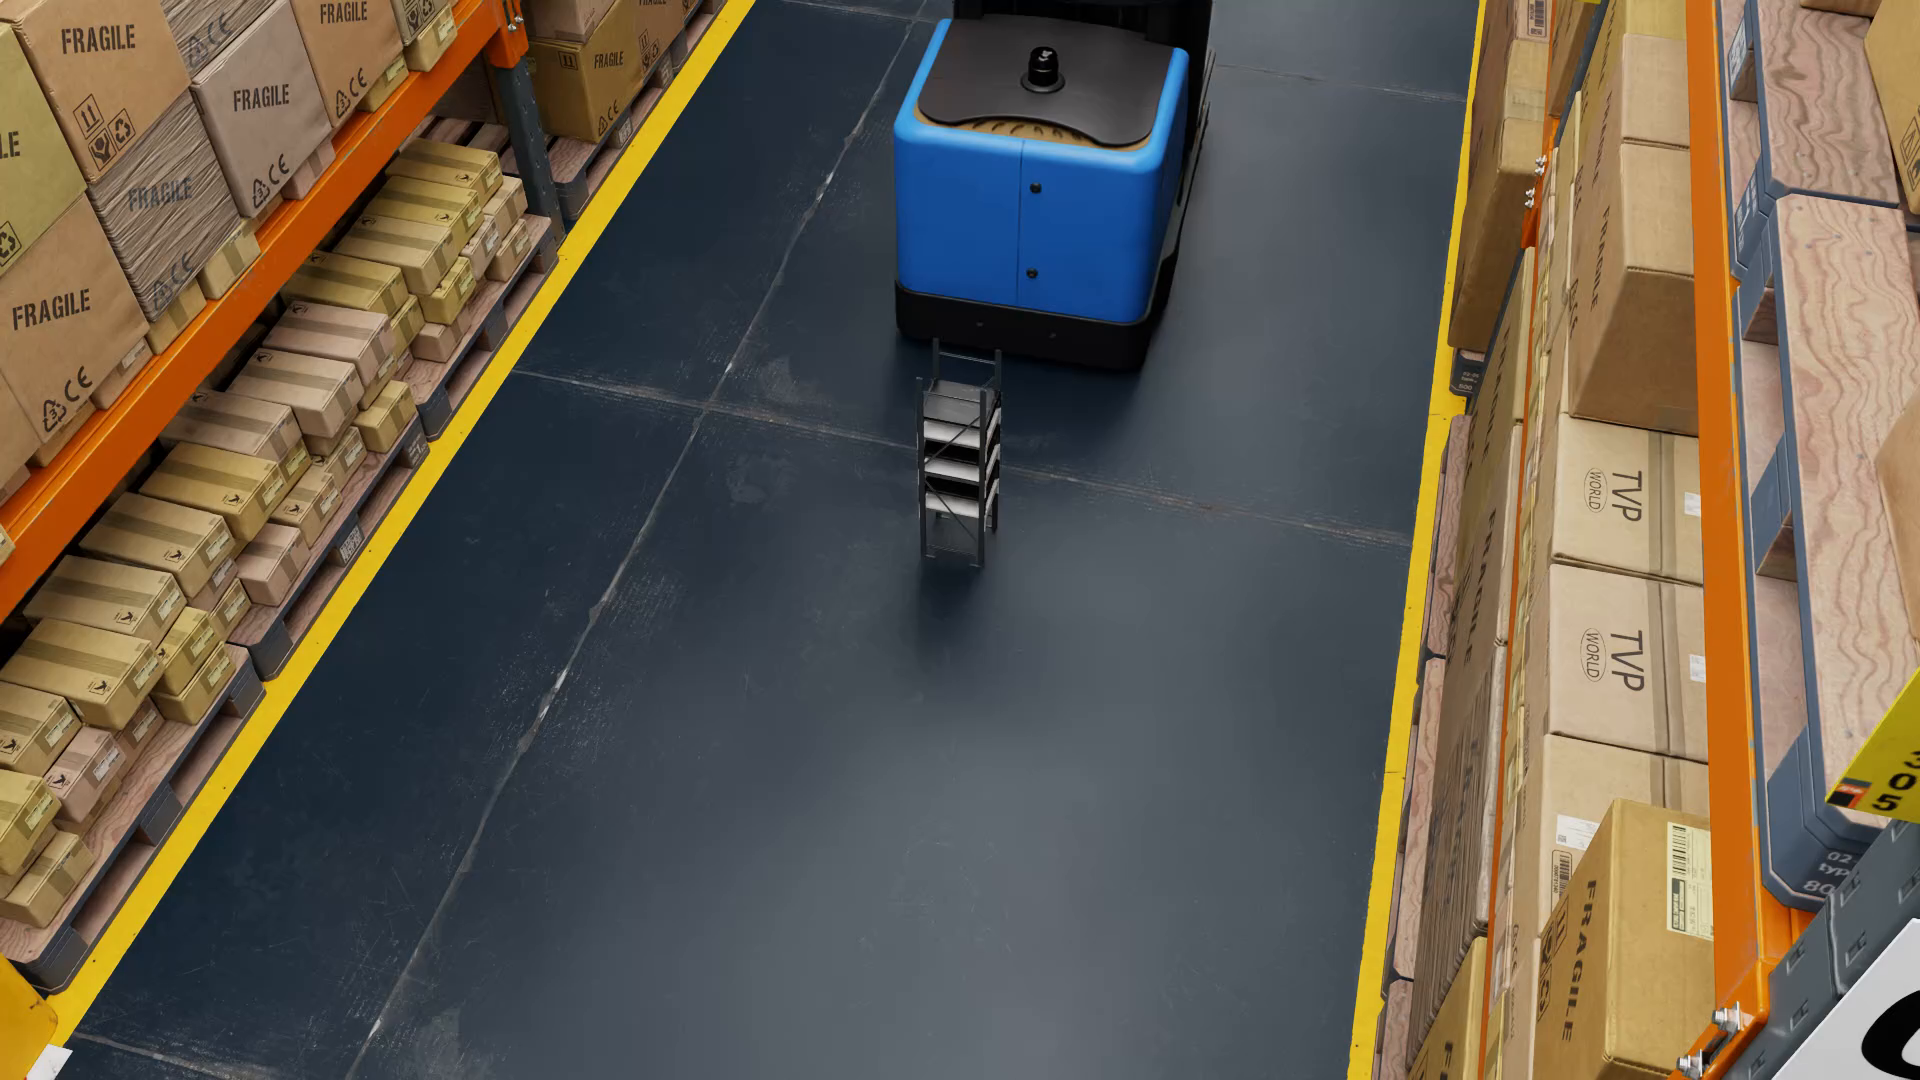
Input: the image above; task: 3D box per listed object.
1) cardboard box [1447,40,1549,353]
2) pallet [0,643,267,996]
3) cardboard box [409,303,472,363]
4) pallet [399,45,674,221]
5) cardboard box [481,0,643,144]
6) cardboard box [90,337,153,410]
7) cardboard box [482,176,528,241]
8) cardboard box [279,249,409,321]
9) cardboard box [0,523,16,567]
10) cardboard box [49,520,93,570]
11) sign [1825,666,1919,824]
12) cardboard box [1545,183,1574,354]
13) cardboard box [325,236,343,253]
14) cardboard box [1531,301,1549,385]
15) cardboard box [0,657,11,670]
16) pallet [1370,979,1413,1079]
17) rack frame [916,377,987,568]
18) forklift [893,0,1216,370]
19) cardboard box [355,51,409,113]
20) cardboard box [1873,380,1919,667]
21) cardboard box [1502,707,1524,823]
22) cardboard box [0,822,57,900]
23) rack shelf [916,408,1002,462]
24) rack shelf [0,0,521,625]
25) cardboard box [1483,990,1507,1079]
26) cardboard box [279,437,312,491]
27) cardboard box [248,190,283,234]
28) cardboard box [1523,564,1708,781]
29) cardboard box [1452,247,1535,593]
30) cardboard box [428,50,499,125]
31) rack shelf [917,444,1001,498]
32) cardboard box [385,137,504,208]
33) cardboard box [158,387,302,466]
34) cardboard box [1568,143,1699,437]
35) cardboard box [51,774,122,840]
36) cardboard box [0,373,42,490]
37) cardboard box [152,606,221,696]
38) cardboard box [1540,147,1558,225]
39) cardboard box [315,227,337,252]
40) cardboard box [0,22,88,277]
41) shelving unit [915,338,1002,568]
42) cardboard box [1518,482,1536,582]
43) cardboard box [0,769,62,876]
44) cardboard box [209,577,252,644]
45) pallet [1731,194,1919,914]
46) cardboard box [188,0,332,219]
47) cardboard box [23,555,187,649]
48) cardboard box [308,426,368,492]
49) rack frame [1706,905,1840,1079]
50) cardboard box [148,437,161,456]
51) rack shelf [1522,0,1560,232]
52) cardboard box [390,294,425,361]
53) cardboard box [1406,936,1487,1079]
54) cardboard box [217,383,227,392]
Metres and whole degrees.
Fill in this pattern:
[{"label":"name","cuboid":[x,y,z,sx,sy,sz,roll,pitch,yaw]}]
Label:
[{"label":"cardboard box","cuboid":[2.650,-1.251,6.490,1.225,0.875,0.875,12,50,10]},{"label":"pallet","cuboid":[-3.043,0.780,5.421,1.003,0.211,1.213,12,50,10]},{"label":"cardboard box","cuboid":[-2.189,-0.869,6.638,0.380,0.149,0.250,10,49,9]},{"label":"pallet","cuboid":[-2.055,-2.041,7.910,1.003,0.211,1.213,12,50,10]},{"label":"cardboard box","cuboid":[-1.808,-2.194,7.573,0.500,0.500,0.500,13,50,11]},{"label":"cardboard box","cuboid":[-2.637,-0.548,4.901,0.380,0.149,0.250,11,49,9]},{"label":"cardboard box","cuboid":[-2.034,-1.404,6.911,0.380,0.149,0.250,12,50,11]},{"label":"cardboard box","cuboid":[-2.332,-0.937,6.301,0.380,0.149,0.250,13,50,11]},{"label":"cardboard box","cuboid":[-2.760,0.030,4.390,0.380,0.149,0.250,10,49,9]},{"label":"cardboard box","cuboid":[-3.188,0.008,5.665,0.380,0.149,0.250,12,50,11]},{"label":"sign","cuboid":[0.928,0.169,1.562,0.100,0.325,0.005,12,50,10]},{"label":"cardboard box","cuboid":[1.988,-0.750,4.813,0.500,0.250,0.500,11,50,10]},{"label":"cardboard box","cuboid":[-2.672,-1.111,6.653,0.380,0.149,0.250,11,50,10]},{"label":"cardboard box","cuboid":[1.896,-0.546,4.898,0.380,0.149,0.250,10,49,9]},{"label":"cardboard box","cuboid":[-3.251,0.496,5.433,0.380,0.149,0.250,11,50,10]},{"label":"pallet","cuboid":[1.583,1.874,4.455,1.003,0.211,1.213,12,50,10]},{"label":"rack frame","cuboid":[-0.029,-0.218,5.843,0.240,0.900,0.006,12,50,10]},{"label":"forklift","cuboid":[0.568,-2.793,6.760,1.130,2.935,3.031,10,49,9]},{"label":"cardboard box","cuboid":[-2.198,-1.675,5.895,0.380,0.149,0.250,13,50,12]},{"label":"cardboard box","cuboid":[1.533,-0.039,1.870,0.700,0.500,0.500,9,49,8]},{"label":"cardboard box","cuboid":[1.491,0.567,3.917,0.380,0.149,0.250,11,49,9]},{"label":"cardboard box","cuboid":[-2.925,0.871,4.904,0.380,0.149,0.250,13,50,12]},{"label":"rack shelf","cuboid":[-0.002,-0.389,5.797,0.258,0.077,0.200,12,50,10]},{"label":"rack shelf","cuboid":[-2.784,-0.715,5.361,1.077,0.370,4.000,12,50,10]},{"label":"cardboard box","cuboid":[1.290,1.117,3.431,0.380,0.149,0.250,12,50,10]},{"label":"cardboard box","cuboid":[-2.557,-0.283,5.922,0.380,0.149,0.250,14,50,12]},{"label":"cardboard box","cuboid":[-2.451,-1.117,5.403,0.380,0.149,0.250,11,49,9]},{"label":"cardboard box","cuboid":[1.587,0.358,3.835,0.500,0.250,0.500,10,49,9]},{"label":"cardboard box","cuboid":[2.250,-0.322,5.671,0.875,0.875,0.875,12,50,10]},{"label":"cardboard box","cuboid":[-2.306,-2.297,7.664,0.500,0.500,0.500,11,49,9]},{"label":"rack shelf","cuboid":[-0.002,-0.270,5.932,0.258,0.077,0.200,12,50,10]},{"label":"cardboard box","cuboid":[-2.101,-1.484,6.783,0.380,0.149,0.250,13,50,11]},{"label":"cardboard box","cuboid":[-2.544,-0.368,5.798,0.380,0.149,0.250,12,50,10]},{"label":"cardboard box","cuboid":[1.858,-0.617,4.196,0.500,0.500,0.500,10,49,9]},{"label":"cardboard box","cuboid":[-2.874,0.776,5.186,0.380,0.149,0.250,11,50,10]},{"label":"cardboard box","cuboid":[-2.810,-0.301,4.250,0.500,0.500,0.500,12,50,10]},{"label":"cardboard box","cuboid":[-2.648,0.325,5.385,0.380,0.149,0.250,13,50,11]},{"label":"cardboard box","cuboid":[2.102,-1.117,5.403,0.380,0.149,0.250,12,50,10]},{"label":"cardboard box","cuboid":[-2.697,-1.204,6.537,0.380,0.149,0.250,11,49,10]},{"label":"cardboard box","cuboid":[-2.651,-0.980,4.182,0.500,0.500,0.500,11,49,9]},{"label":"shelving unit","cuboid":[-0.002,-0.292,5.907,0.258,0.900,0.210,12,50,10]},{"label":"cardboard box","cuboid":[1.693,0.011,4.407,0.380,0.149,0.250,10,49,9]},{"label":"cardboard box","cuboid":[-2.845,0.789,4.778,0.380,0.149,0.250,10,49,8]},{"label":"cardboard box","cuboid":[-2.667,0.229,5.669,0.380,0.149,0.250,12,50,10]},{"label":"pallet","cuboid":[1.633,0.043,2.270,1.003,0.211,1.213,12,50,10]},{"label":"cardboard box","cuboid":[-2.383,-1.391,5.212,0.500,0.500,0.500,11,50,10]},{"label":"cardboard box","cuboid":[-2.713,0.213,5.286,0.380,0.149,0.250,9,49,8]},{"label":"cardboard box","cuboid":[-2.438,-0.321,6.154,0.380,0.149,0.250,12,50,11]},{"label":"rack frame","cuboid":[1.448,1.545,2.886,1.000,3.000,0.127,12,50,10]},{"label":"cardboard box","cuboid":[-2.985,-0.459,5.879,0.380,0.149,0.250,12,50,10]},{"label":"rack shelf","cuboid":[3.027,-2.557,6.986,1.077,0.370,4.000,12,50,10]},{"label":"cardboard box","cuboid":[-2.308,-0.846,6.419,0.380,0.149,0.250,12,50,10]},{"label":"cardboard box","cuboid":[1.539,1.630,3.947,0.875,0.875,0.875,12,50,10]},{"label":"cardboard box","cuboid":[-2.968,-0.552,6.159,0.380,0.149,0.250,11,50,10]}]
